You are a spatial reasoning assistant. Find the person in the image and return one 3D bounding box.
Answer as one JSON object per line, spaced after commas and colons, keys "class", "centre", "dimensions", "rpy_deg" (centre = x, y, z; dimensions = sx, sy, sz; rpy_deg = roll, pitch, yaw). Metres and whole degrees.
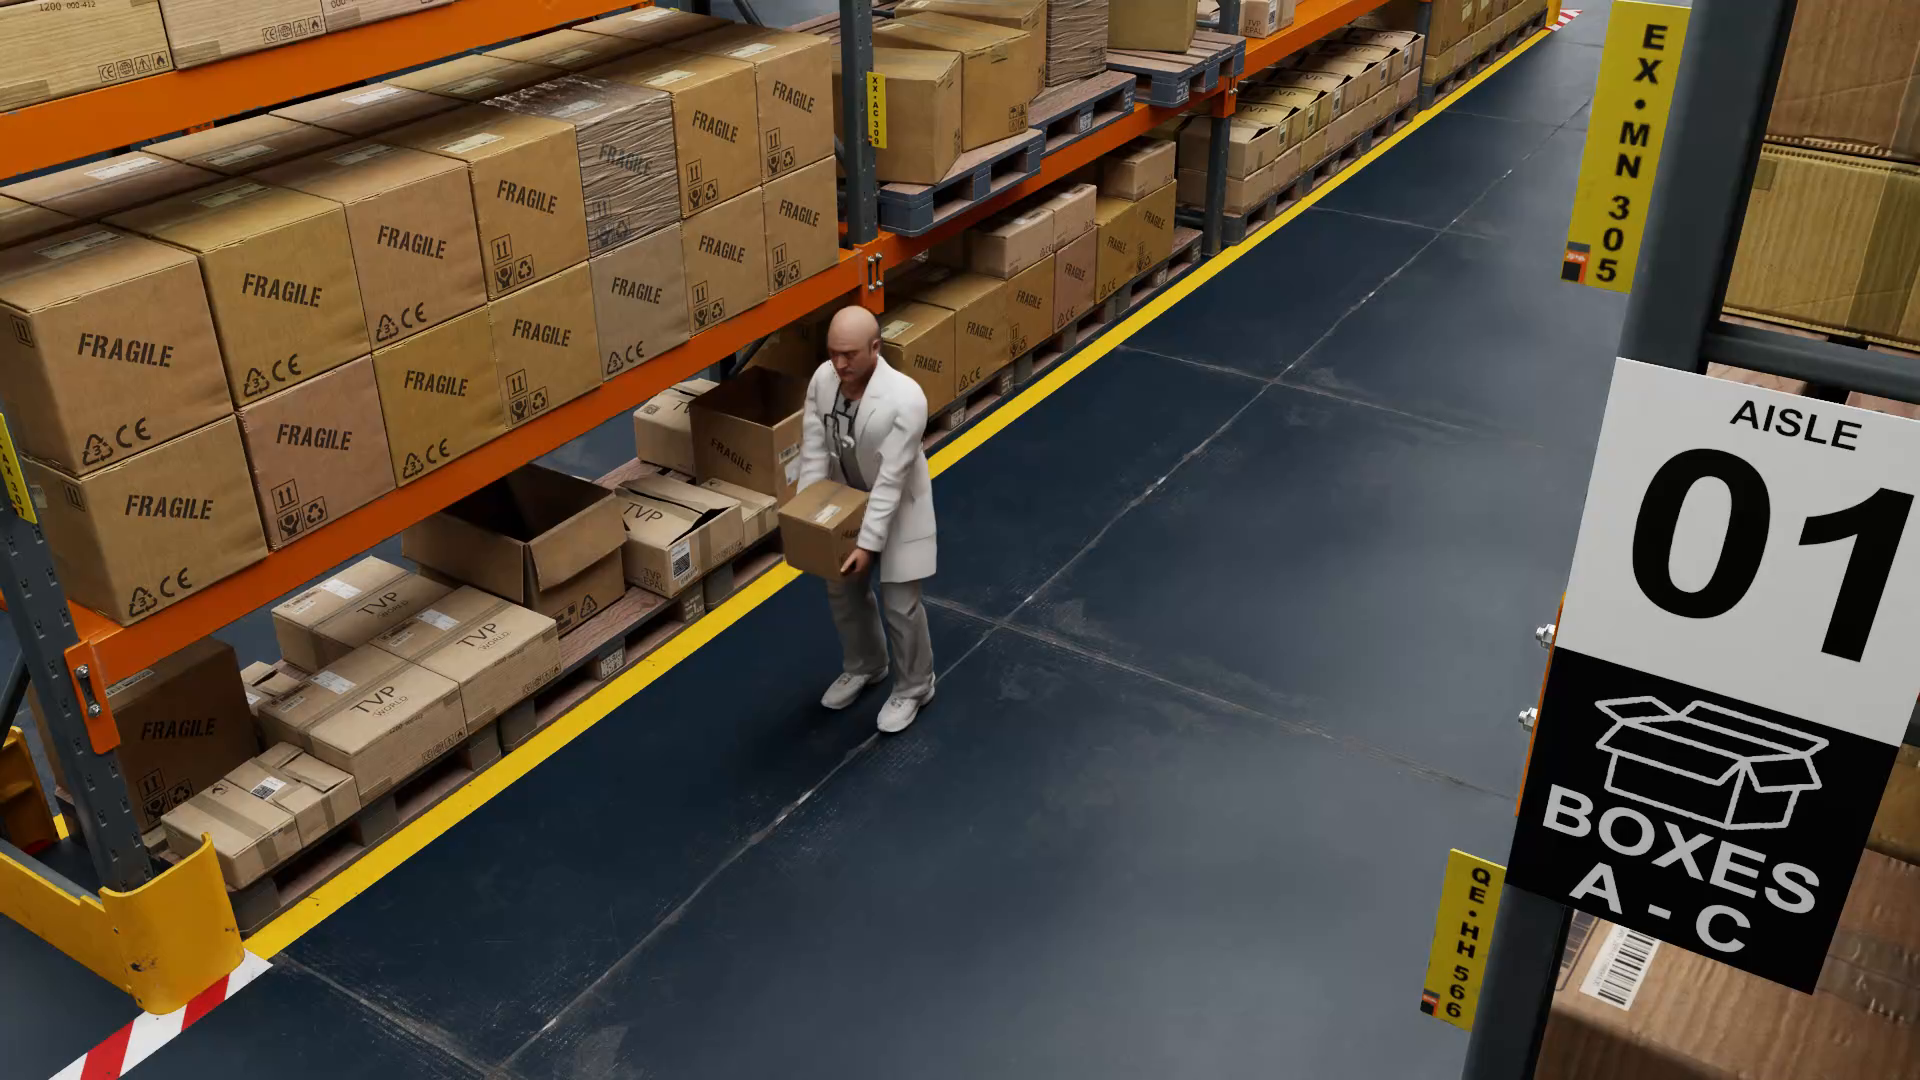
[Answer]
{"class": "person", "centre": [-0.372, -0.068, 6.287], "dimensions": [0.531, 1.760, 0.592], "rpy_deg": [19, 35, 29]}
